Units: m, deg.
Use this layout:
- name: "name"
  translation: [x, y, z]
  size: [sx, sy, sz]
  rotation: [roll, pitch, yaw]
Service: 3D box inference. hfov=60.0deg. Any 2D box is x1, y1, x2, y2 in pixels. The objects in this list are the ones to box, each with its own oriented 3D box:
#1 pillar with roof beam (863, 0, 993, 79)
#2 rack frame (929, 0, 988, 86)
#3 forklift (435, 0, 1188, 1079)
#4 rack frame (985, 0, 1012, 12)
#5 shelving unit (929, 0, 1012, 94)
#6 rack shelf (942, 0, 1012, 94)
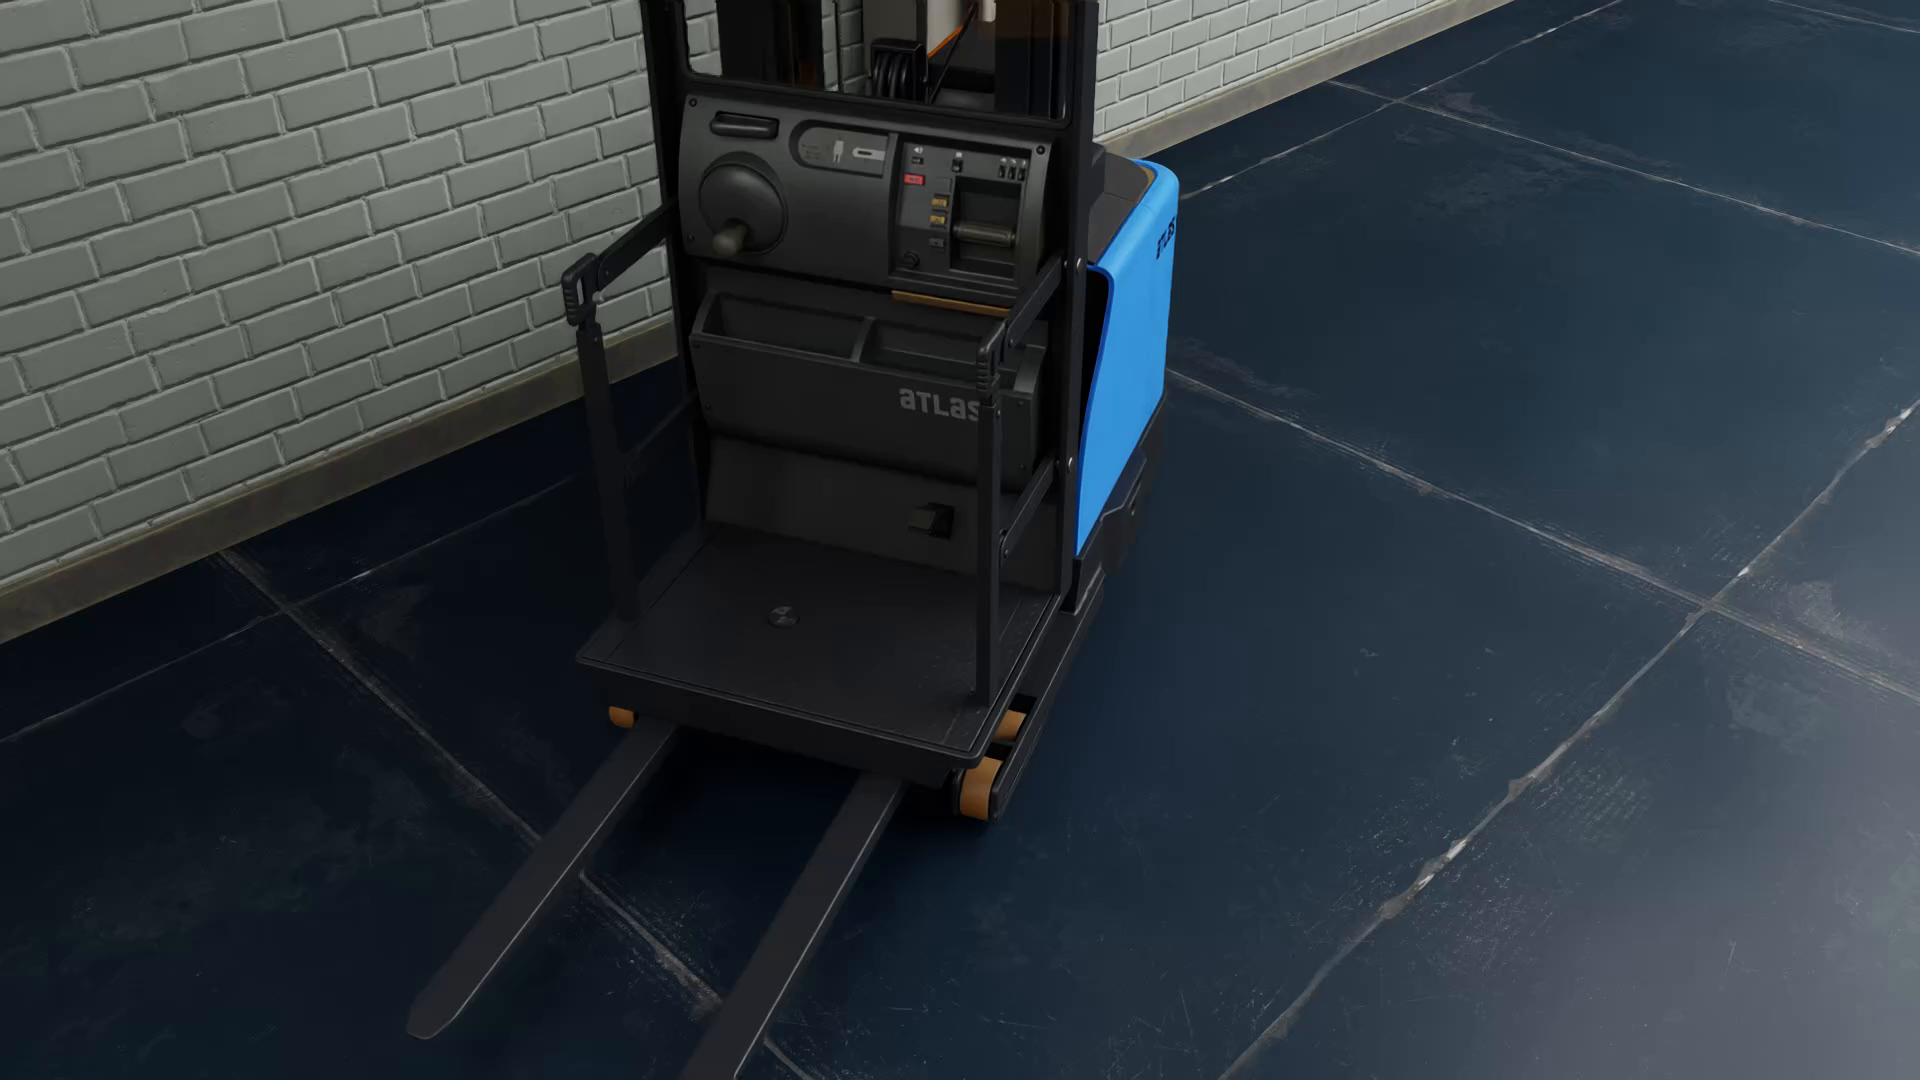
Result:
- name: "pillar with roof beam"
  translation: [2.936, -3.092, 1.818]
  size: [9.100, 9.000, 0.400]
  rotation: [30, 45, 35]
- name: "rack frame"
  translation: [0.095, -1.333, 5.325]
  size: [0.400, 2.100, 0.015]
  rotation: [12, 37, 16]
- name: "forklift"
  translation: [-0.273, -0.815, 3.856]
  size: [1.130, 2.935, 3.031]
  rotation: [12, 37, 16]
- name: "rack frame"
  translation: [0.262, -1.595, 5.701]
  size: [0.400, 2.100, 0.015]
  rotation: [12, 37, 16]
- name: "shelving unit"
  translation: [0.179, -1.464, 5.513]
  size: [0.431, 2.100, 0.503]
  rotation: [12, 37, 16]
- name: "rack shelf"
  translation: [0.179, -1.452, 5.521]
  size: [0.431, 0.518, 0.480]
  rotation: [12, 37, 16]
